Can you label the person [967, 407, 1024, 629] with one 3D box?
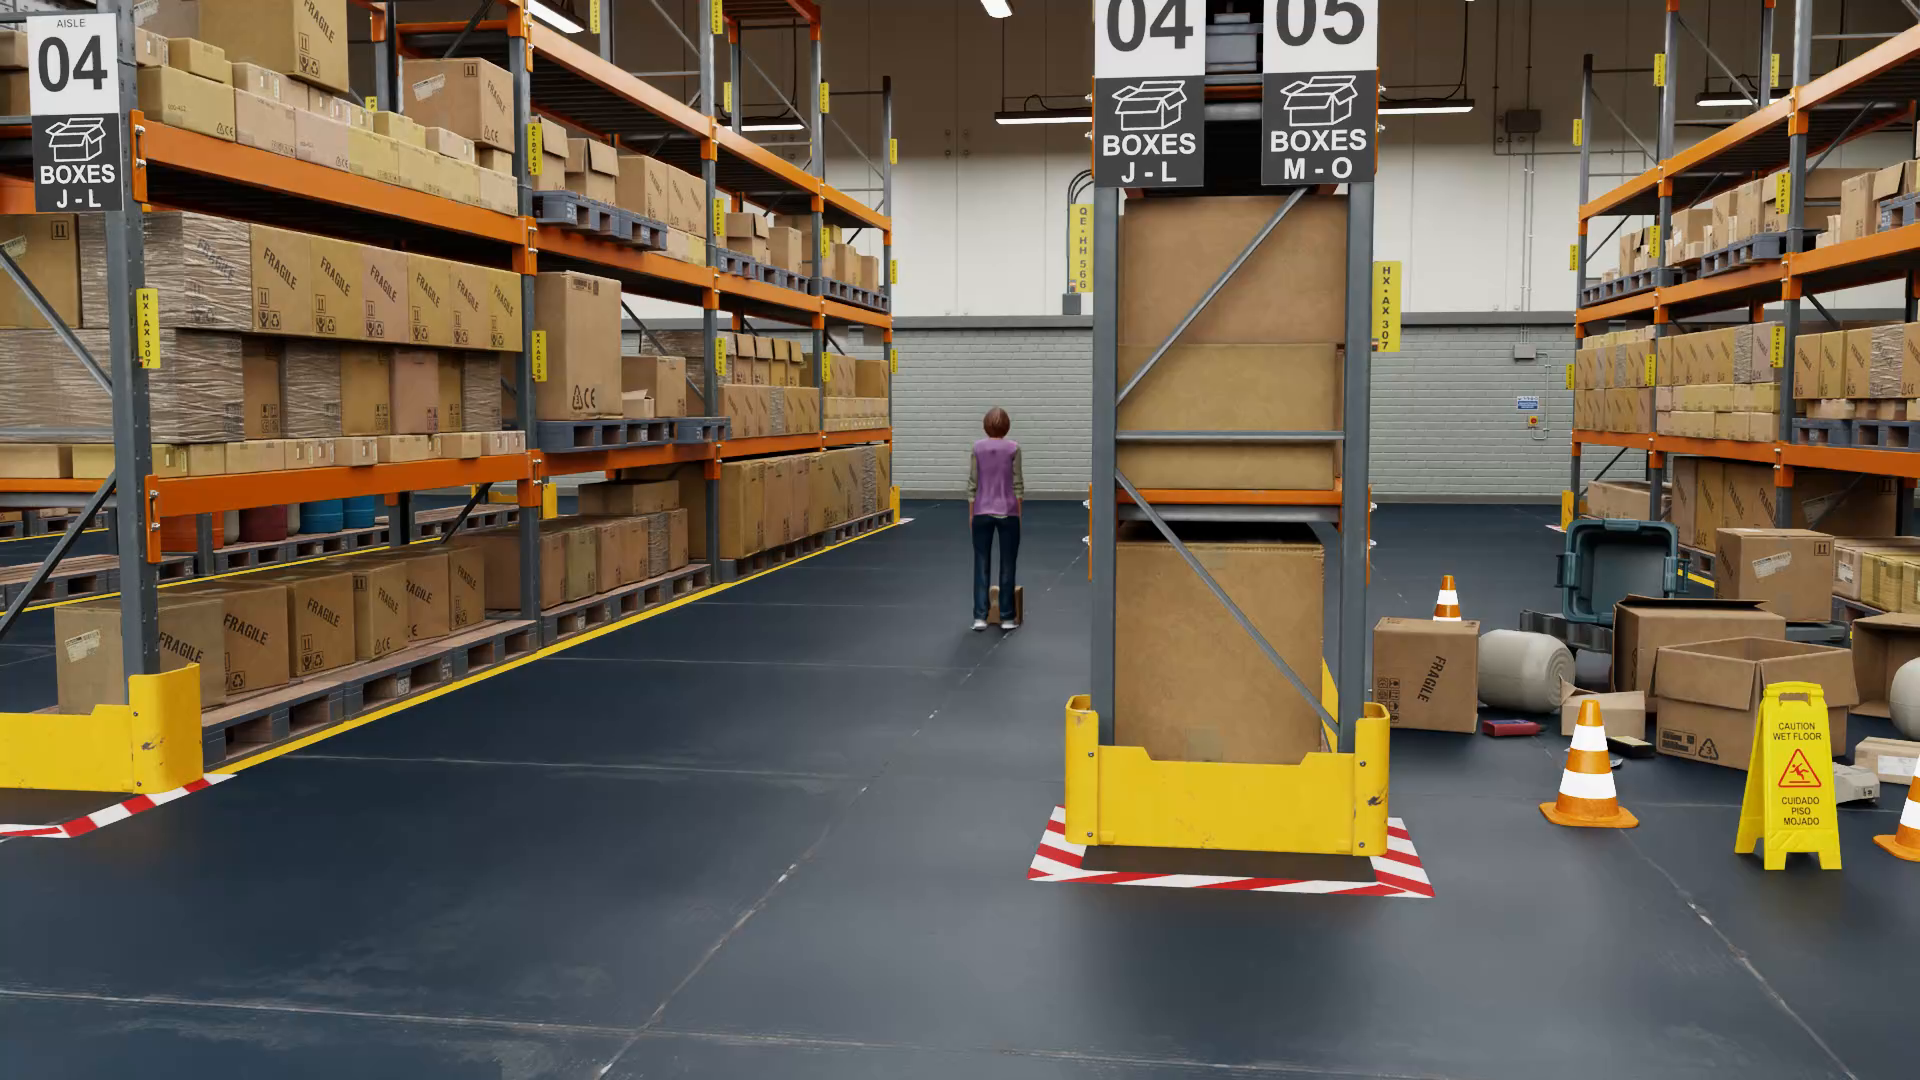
[{"bbox_3d":[0.260,-0.143,11.970,0.413,1.627,0.330,1,5,10],"label":"person"}]
